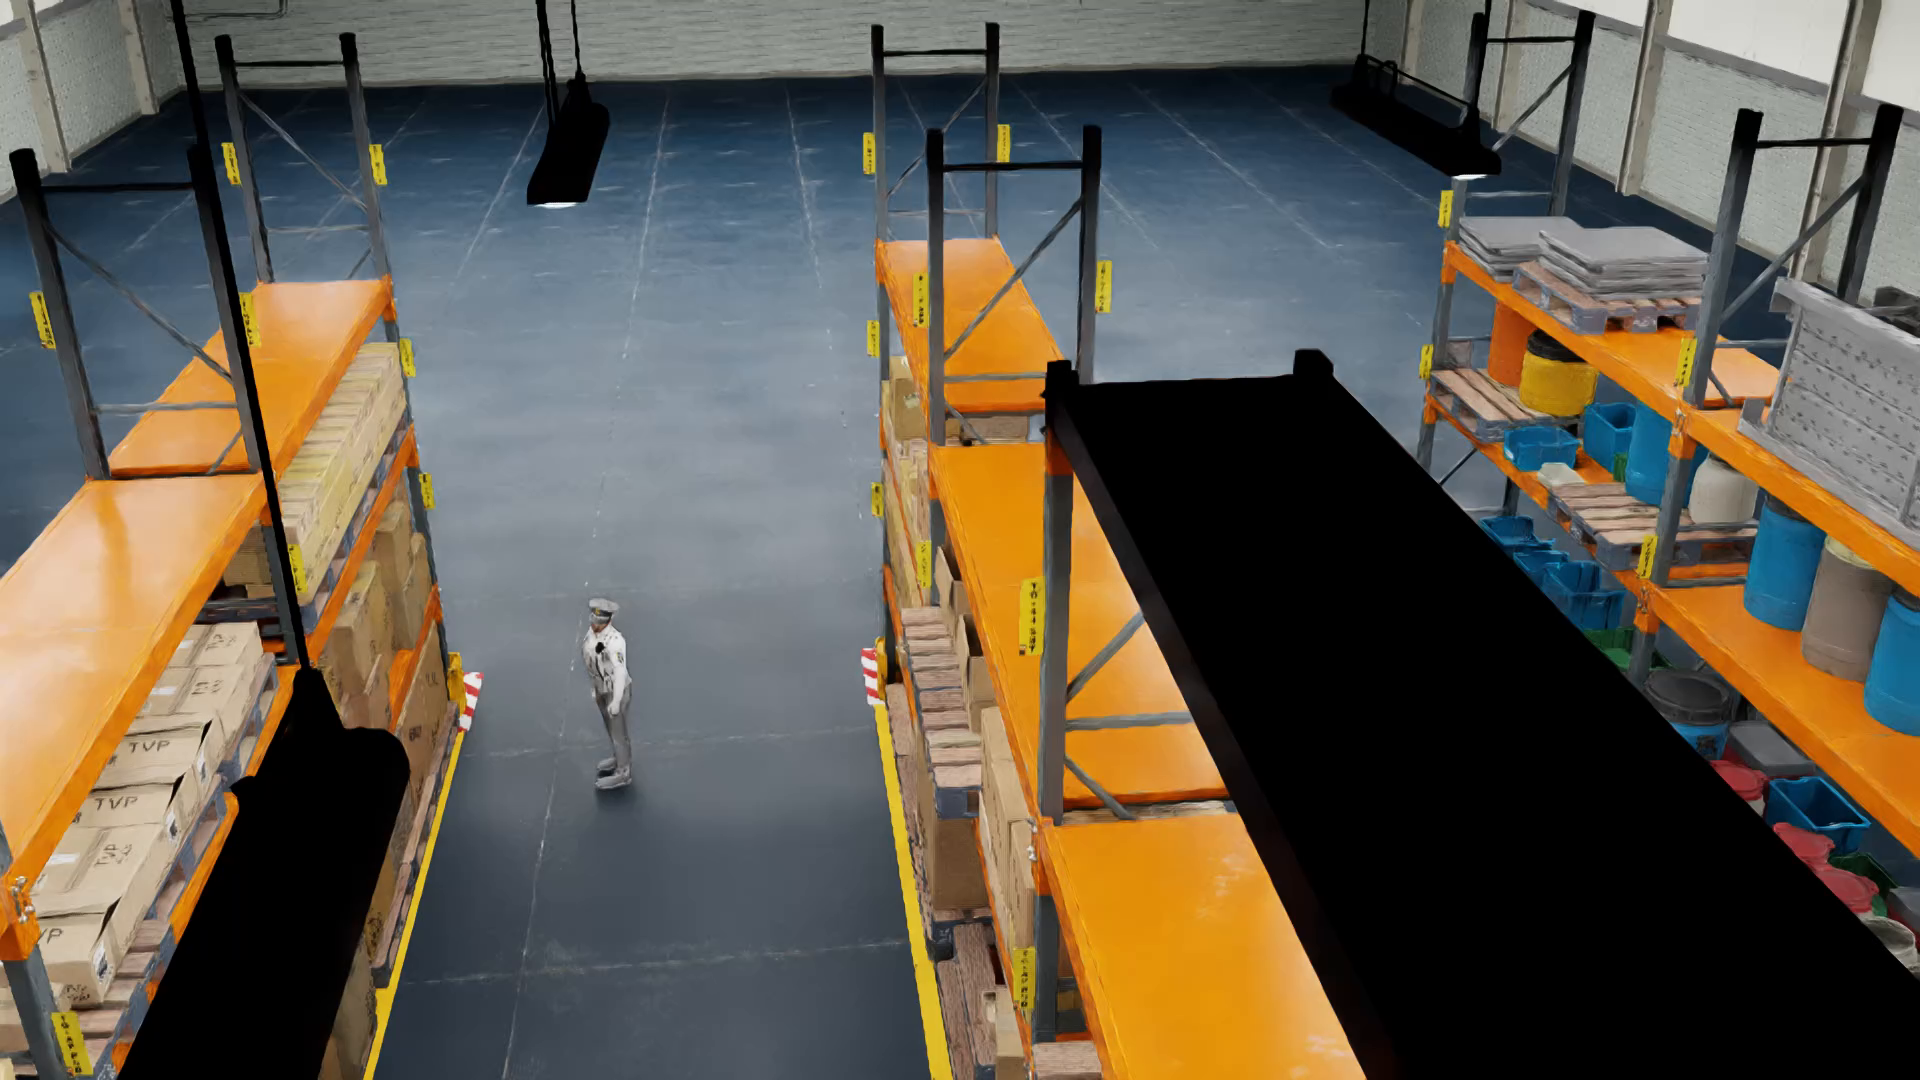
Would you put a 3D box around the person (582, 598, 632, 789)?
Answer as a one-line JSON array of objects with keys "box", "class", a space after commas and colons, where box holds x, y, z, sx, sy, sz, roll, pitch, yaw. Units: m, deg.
[{"box": [-2.956, 1.266, 13.881, 0.416, 1.677, 0.537, -19, 31, -34], "class": "person"}]
